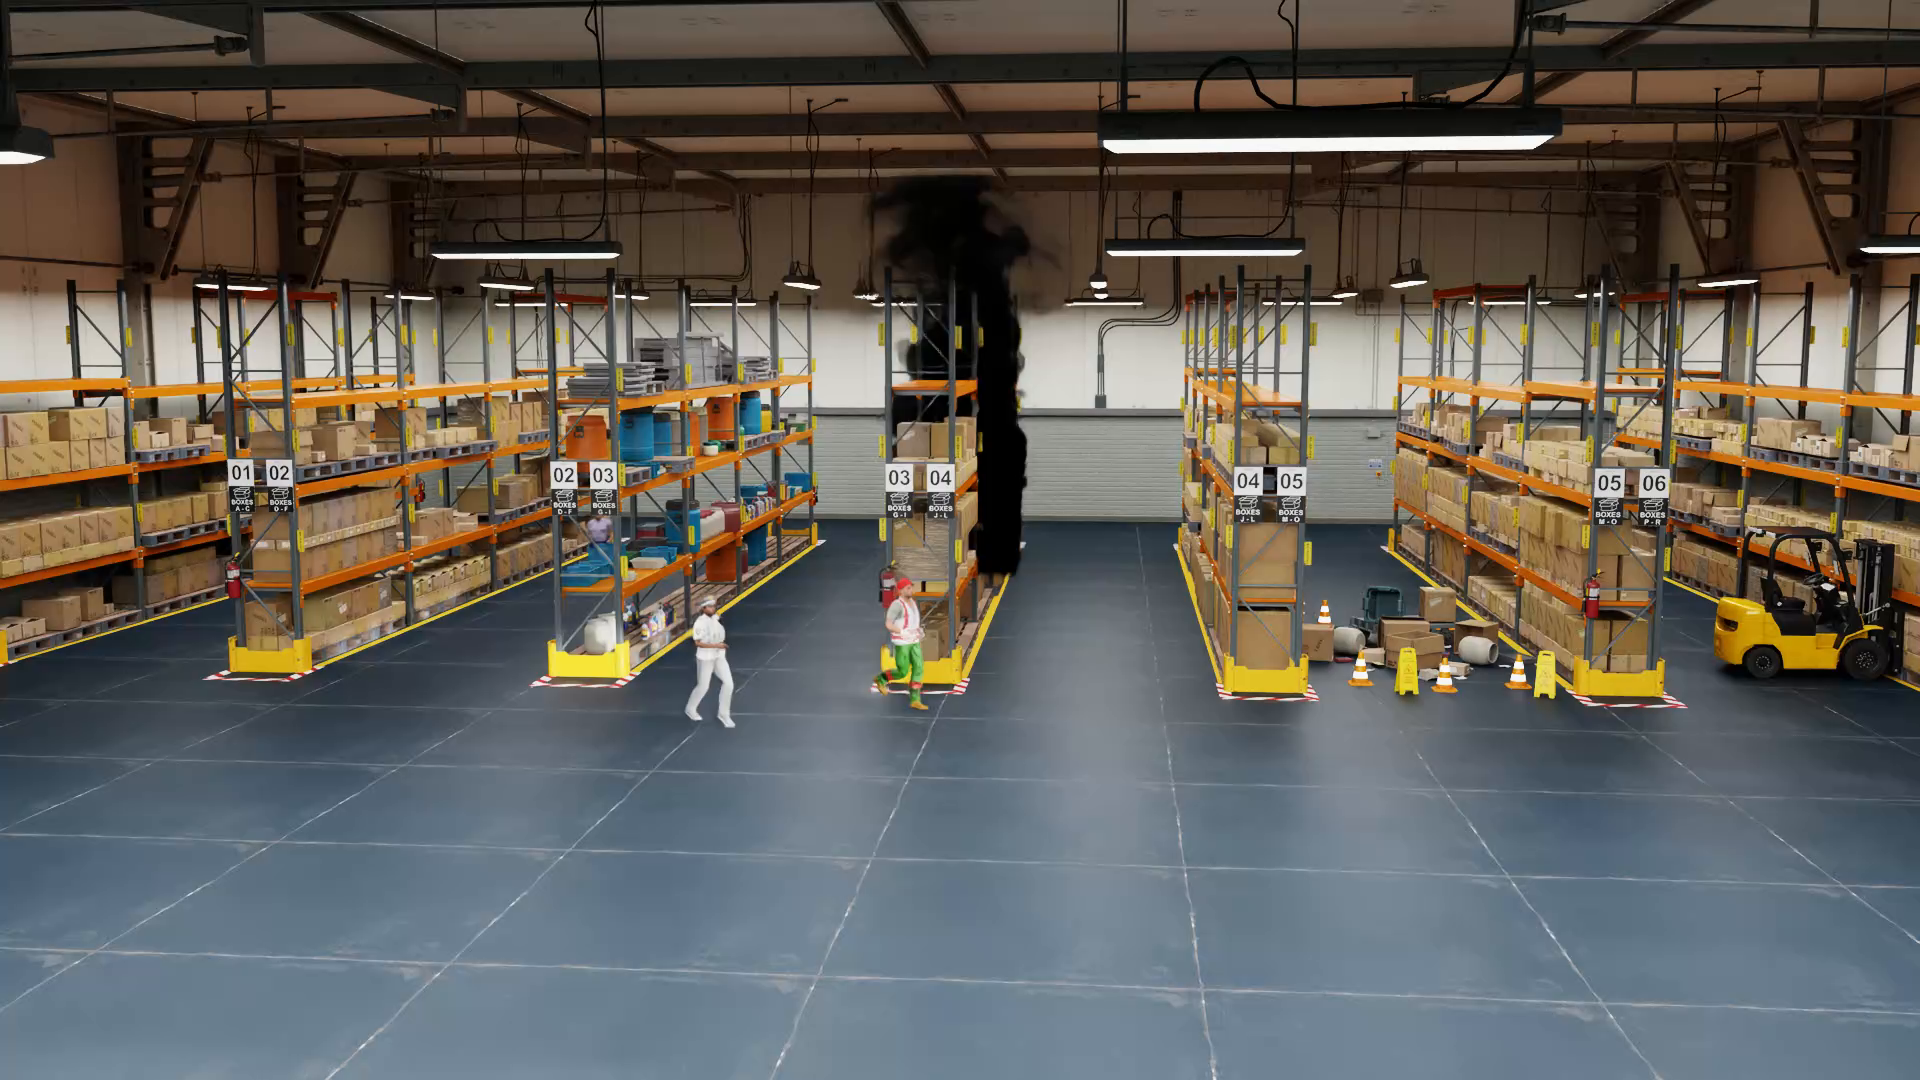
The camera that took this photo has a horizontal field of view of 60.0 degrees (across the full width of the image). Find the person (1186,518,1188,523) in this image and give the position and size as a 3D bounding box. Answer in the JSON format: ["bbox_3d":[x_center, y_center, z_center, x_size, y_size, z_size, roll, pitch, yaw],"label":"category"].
[{"bbox_3d":[5.691,-0.726,40.496,0.535,1.618,0.659,0,7,-4],"label":"person"}]

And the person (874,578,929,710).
[{"bbox_3d":[-0.762,1.395,22.590,0.880,1.775,0.661,5,9,36],"label":"person"}]

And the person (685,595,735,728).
[{"bbox_3d":[-3.257,1.566,21.551,0.759,1.750,0.581,5,9,37],"label":"person"}]

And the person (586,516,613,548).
[{"bbox_3d":[-7.222,0.154,33.331,0.591,1.618,0.576,0,7,-2],"label":"person"}]
